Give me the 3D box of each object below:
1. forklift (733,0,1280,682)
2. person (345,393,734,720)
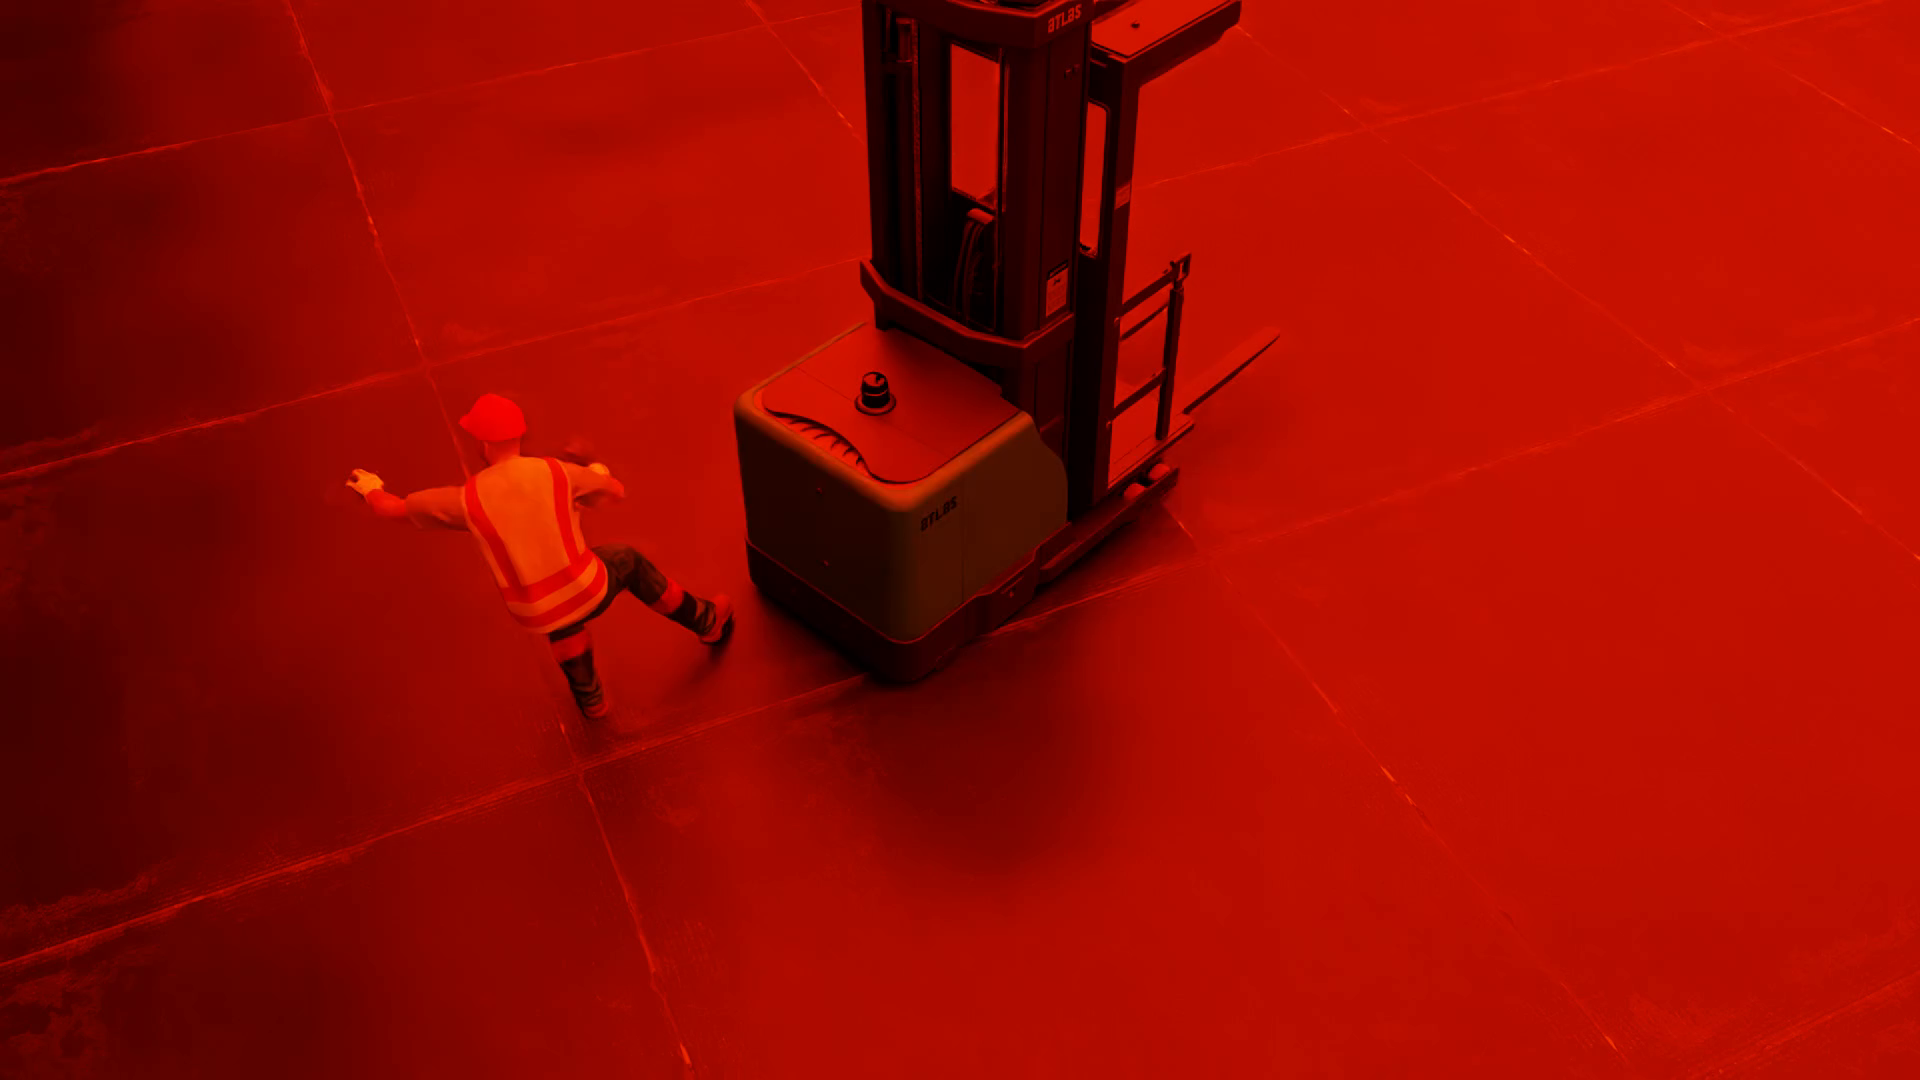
[{"bbox_3d":[0.405,-1.388,7.168,1.130,2.935,3.031,32,52,30],"label":"forklift"},{"bbox_3d":[-1.637,0.009,6.724,1.383,1.522,0.848,-19,46,-19],"label":"person"}]
